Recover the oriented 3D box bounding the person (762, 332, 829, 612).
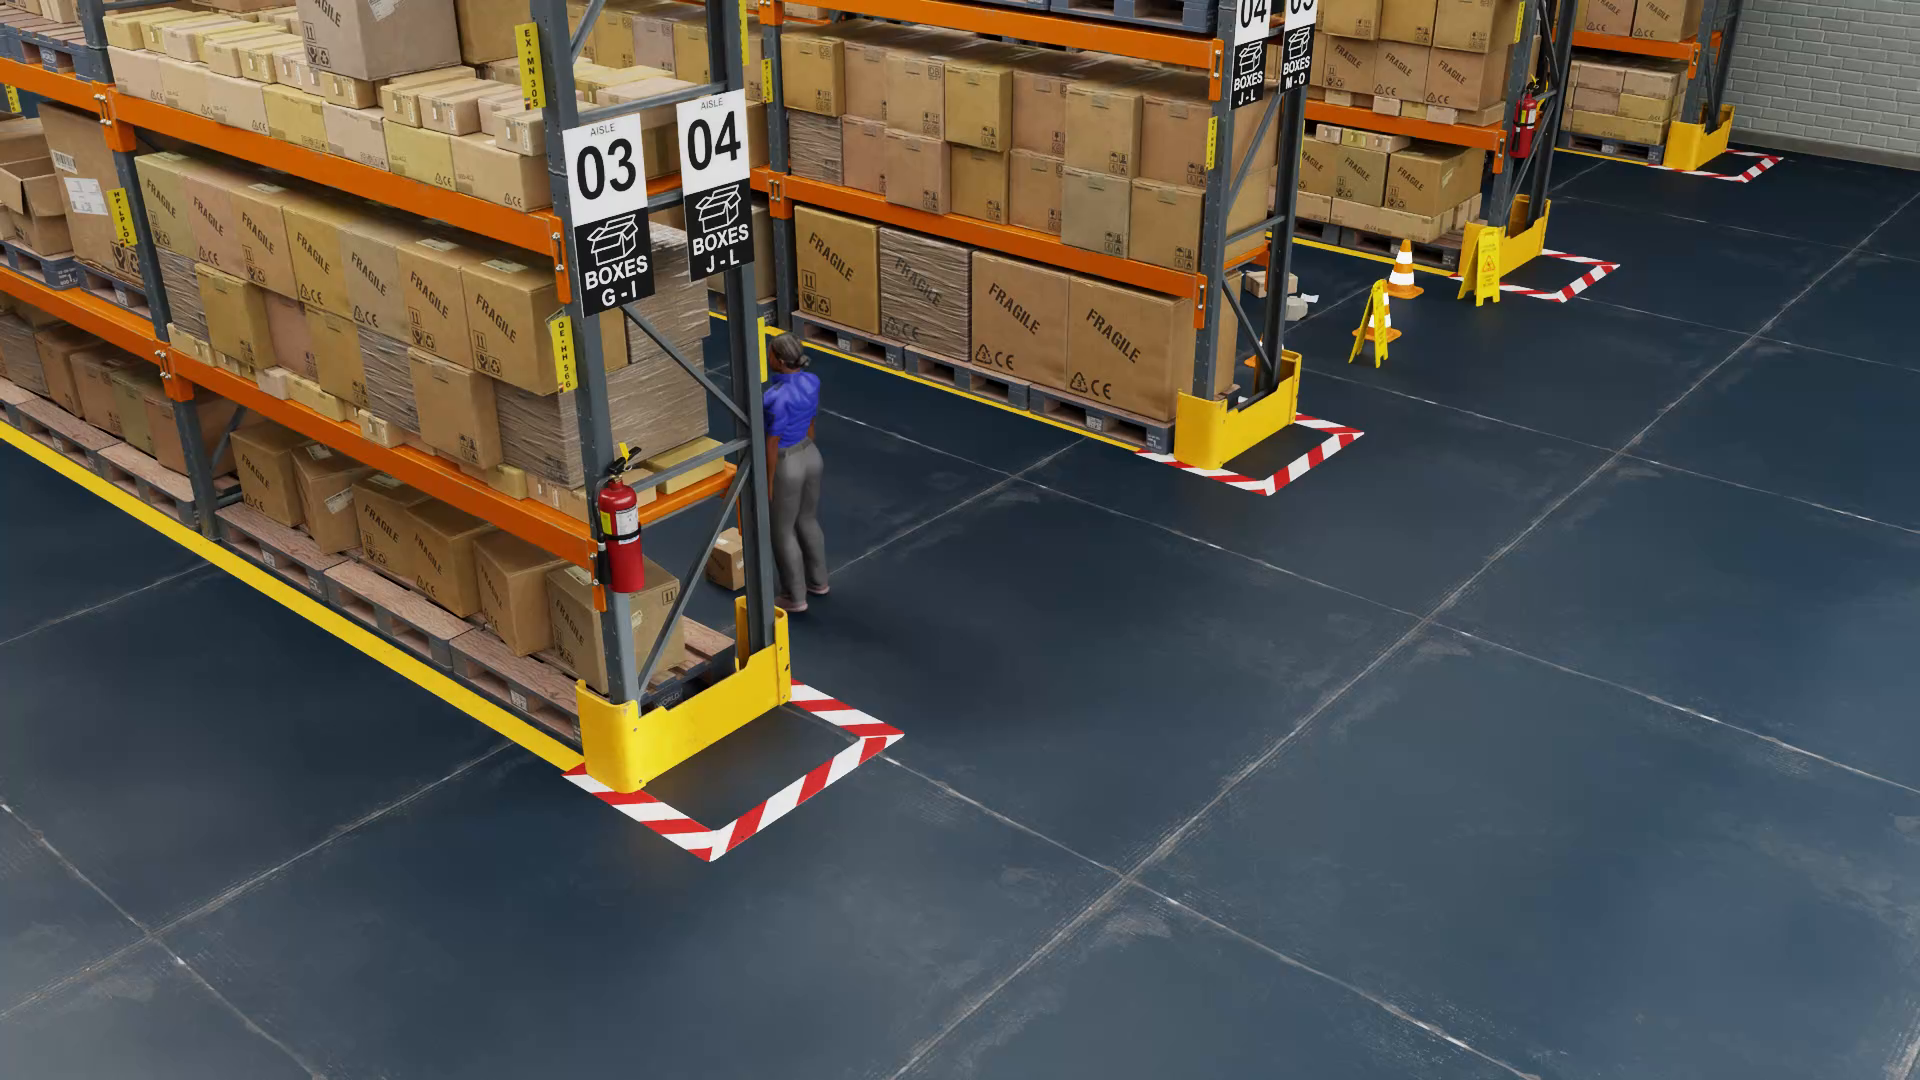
[{"bbox_3d":[-0.965,-0.384,9.381,0.322,1.674,0.437,16,32,29],"label":"person"}]
